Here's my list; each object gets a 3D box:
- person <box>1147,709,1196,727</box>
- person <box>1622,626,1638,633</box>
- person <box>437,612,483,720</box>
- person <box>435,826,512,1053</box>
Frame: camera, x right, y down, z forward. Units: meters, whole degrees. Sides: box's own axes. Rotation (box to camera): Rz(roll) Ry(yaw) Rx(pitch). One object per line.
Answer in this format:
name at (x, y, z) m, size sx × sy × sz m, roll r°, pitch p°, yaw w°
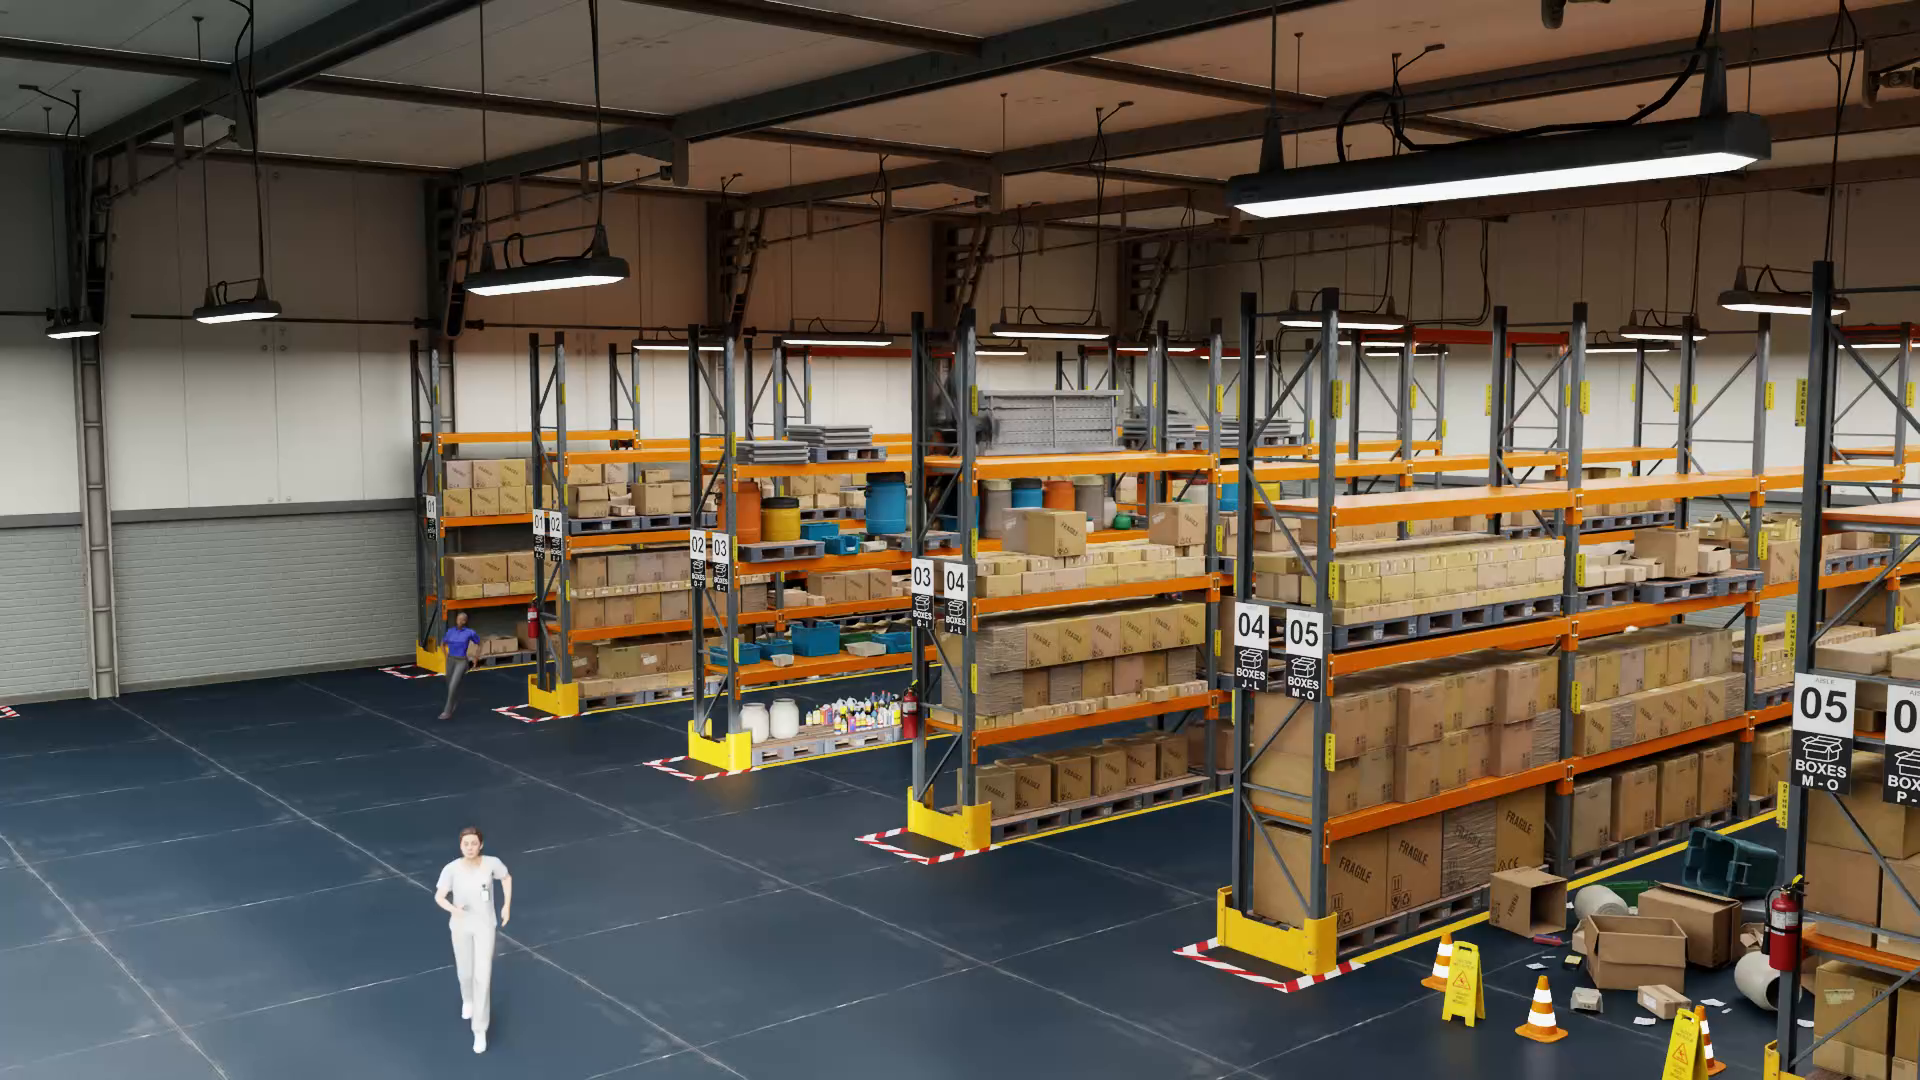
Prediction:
person at (3.019, 1.857, 23.821) m, size 0.863 × 1.703 × 0.615 m, roll -5°, pitch 7°, yaw -43°
person at (9.610, 2.092, 23.834) m, size 0.591 × 1.724 × 0.731 m, roll -5°, pitch 7°, yaw -42°
person at (-7.824, 1.933, 25.949) m, size 0.644 × 1.611 × 0.904 m, roll 1°, pitch 5°, yaw 7°
person at (-3.865, 3.106, 13.239) m, size 0.582 × 1.697 × 0.853 m, roll -1°, pitch 5°, yaw -14°
